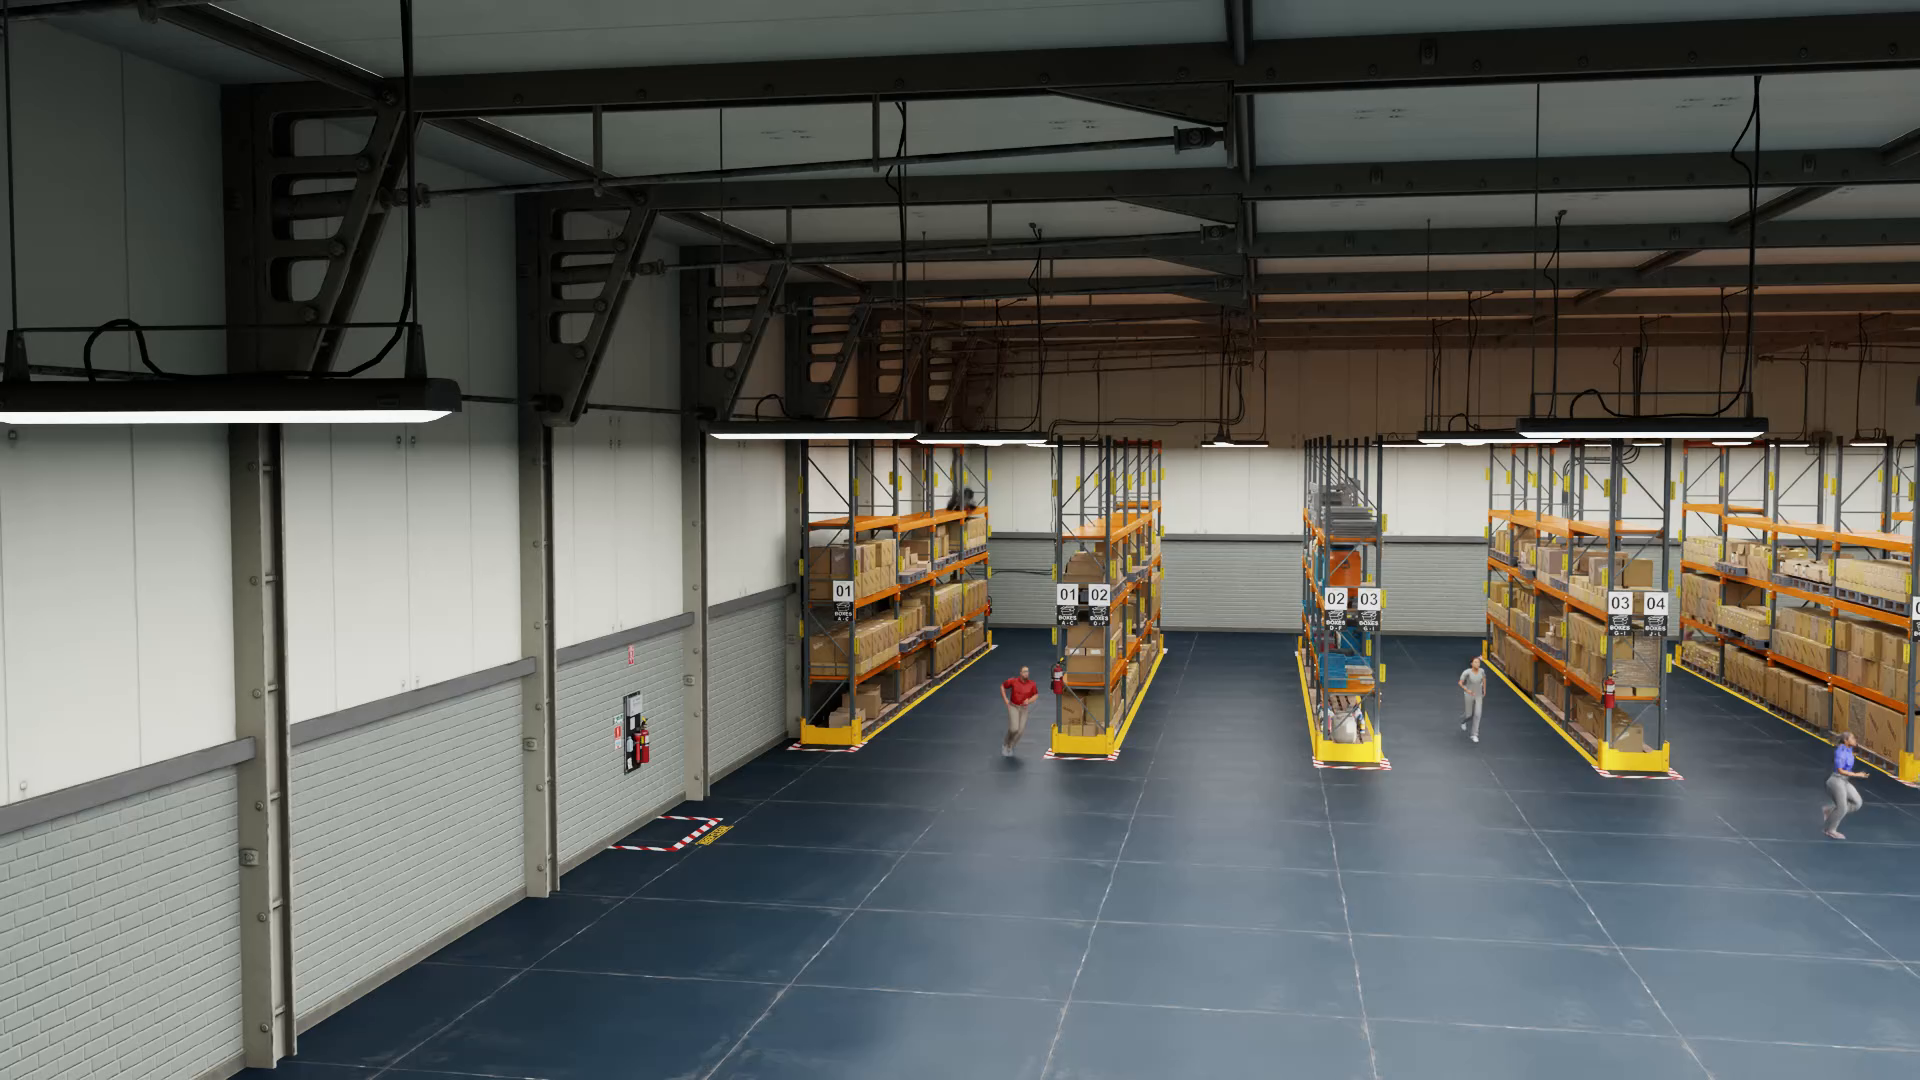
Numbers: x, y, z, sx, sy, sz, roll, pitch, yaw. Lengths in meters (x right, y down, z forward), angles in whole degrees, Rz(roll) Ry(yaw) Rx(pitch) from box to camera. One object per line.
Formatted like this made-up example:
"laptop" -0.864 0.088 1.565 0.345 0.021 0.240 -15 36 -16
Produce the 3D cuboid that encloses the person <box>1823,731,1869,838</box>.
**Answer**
"person" 13.055 3.603 24.489 0.606 1.605 0.617 3 4 40

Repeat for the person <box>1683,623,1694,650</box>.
"person" 20.072 2.473 45.664 0.588 1.601 0.602 1 3 20

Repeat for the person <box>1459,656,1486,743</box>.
"person" 10.164 3.121 32.968 0.588 1.660 0.916 0 3 -5

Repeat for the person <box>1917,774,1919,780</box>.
"person" 16.278 3.425 27.286 0.628 1.669 0.969 -3 4 -42

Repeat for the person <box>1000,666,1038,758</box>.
"person" 1.109 3.204 31.081 0.691 1.703 0.653 -1 3 -19
